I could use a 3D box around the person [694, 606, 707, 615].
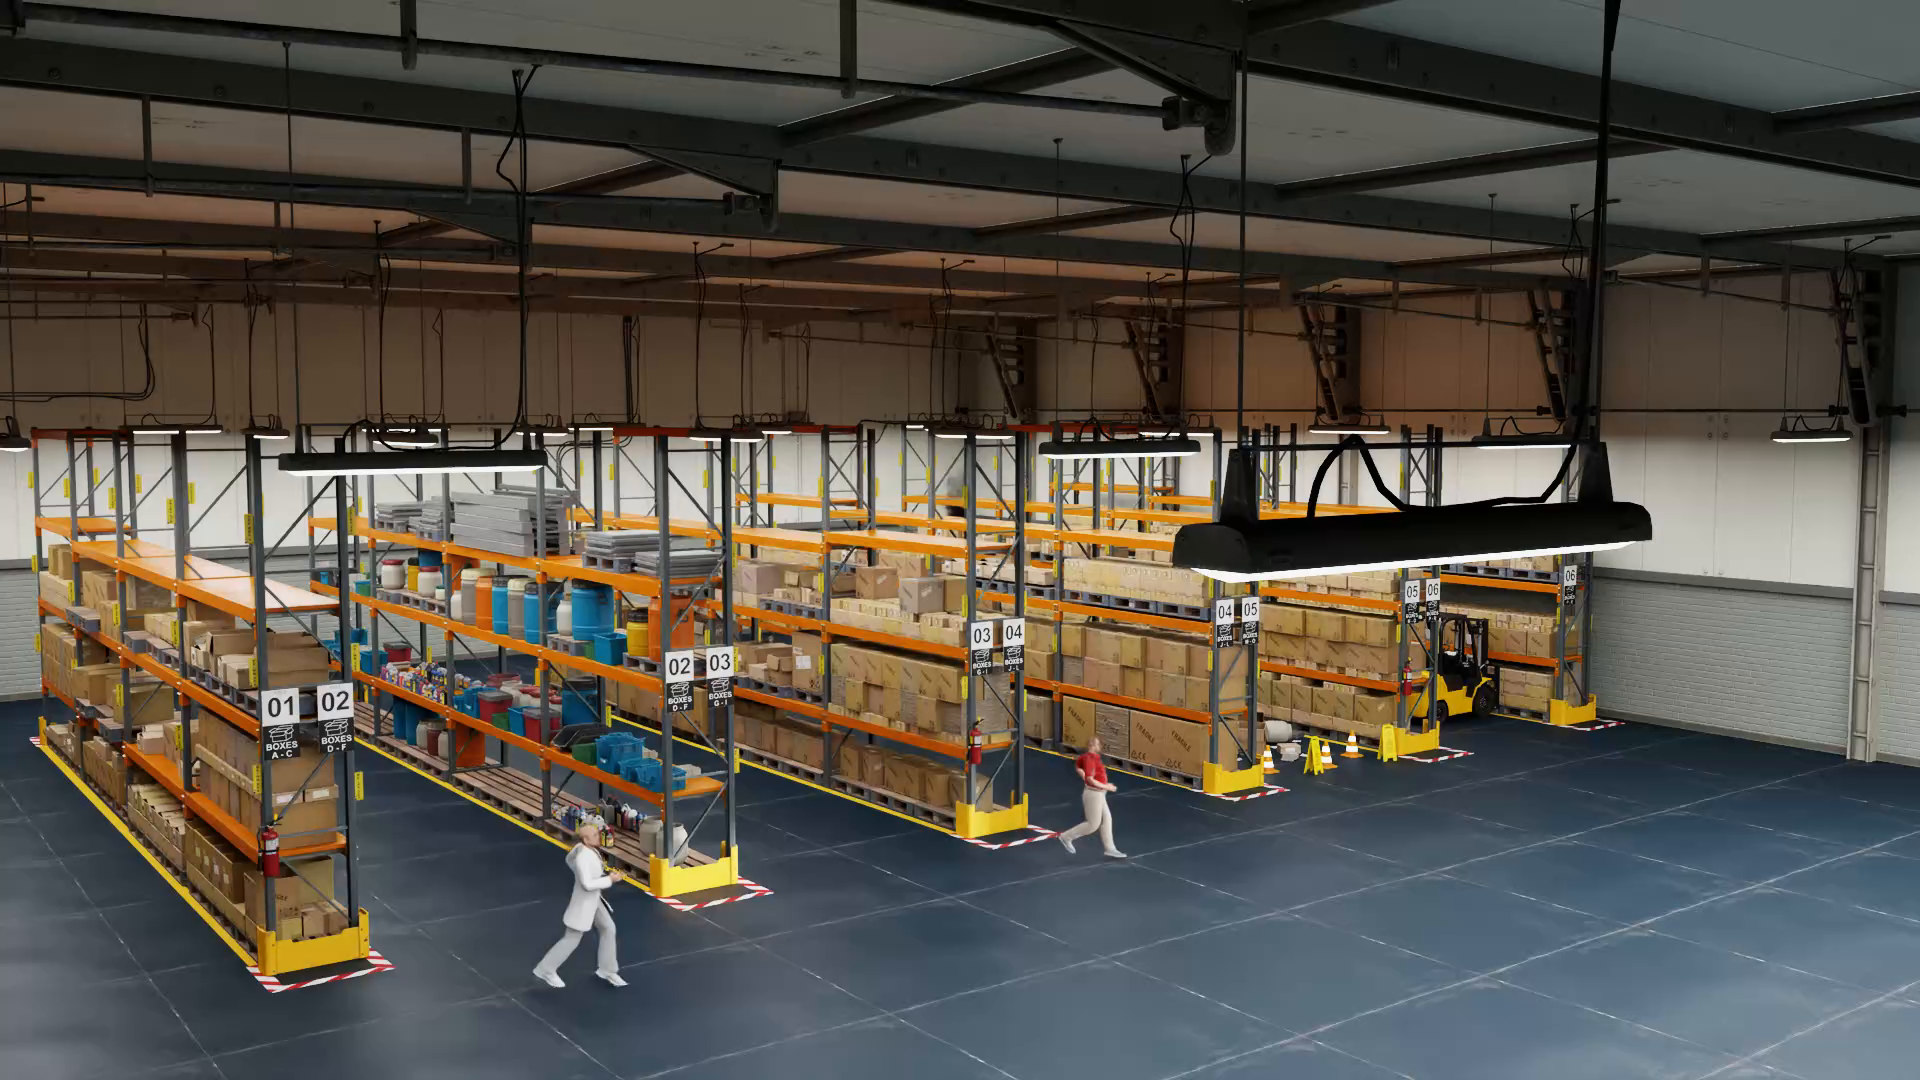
[{"bbox_3d":[-6.375,2.304,40.797,0.781,1.773,0.811,2,5,25],"label":"person"}]

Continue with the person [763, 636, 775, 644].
[{"bbox_3d":[-3.896,2.819,34.035,0.616,1.744,0.686,-4,6,-40],"label":"person"}]

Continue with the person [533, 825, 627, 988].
[{"bbox_3d":[-4.149,4.019,18.174,0.991,1.840,0.729,0,4,-2],"label":"person"}]

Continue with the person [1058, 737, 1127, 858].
[{"bbox_3d":[1.871,3.639,23.461,0.972,1.725,0.691,0,4,2],"label":"person"}]
